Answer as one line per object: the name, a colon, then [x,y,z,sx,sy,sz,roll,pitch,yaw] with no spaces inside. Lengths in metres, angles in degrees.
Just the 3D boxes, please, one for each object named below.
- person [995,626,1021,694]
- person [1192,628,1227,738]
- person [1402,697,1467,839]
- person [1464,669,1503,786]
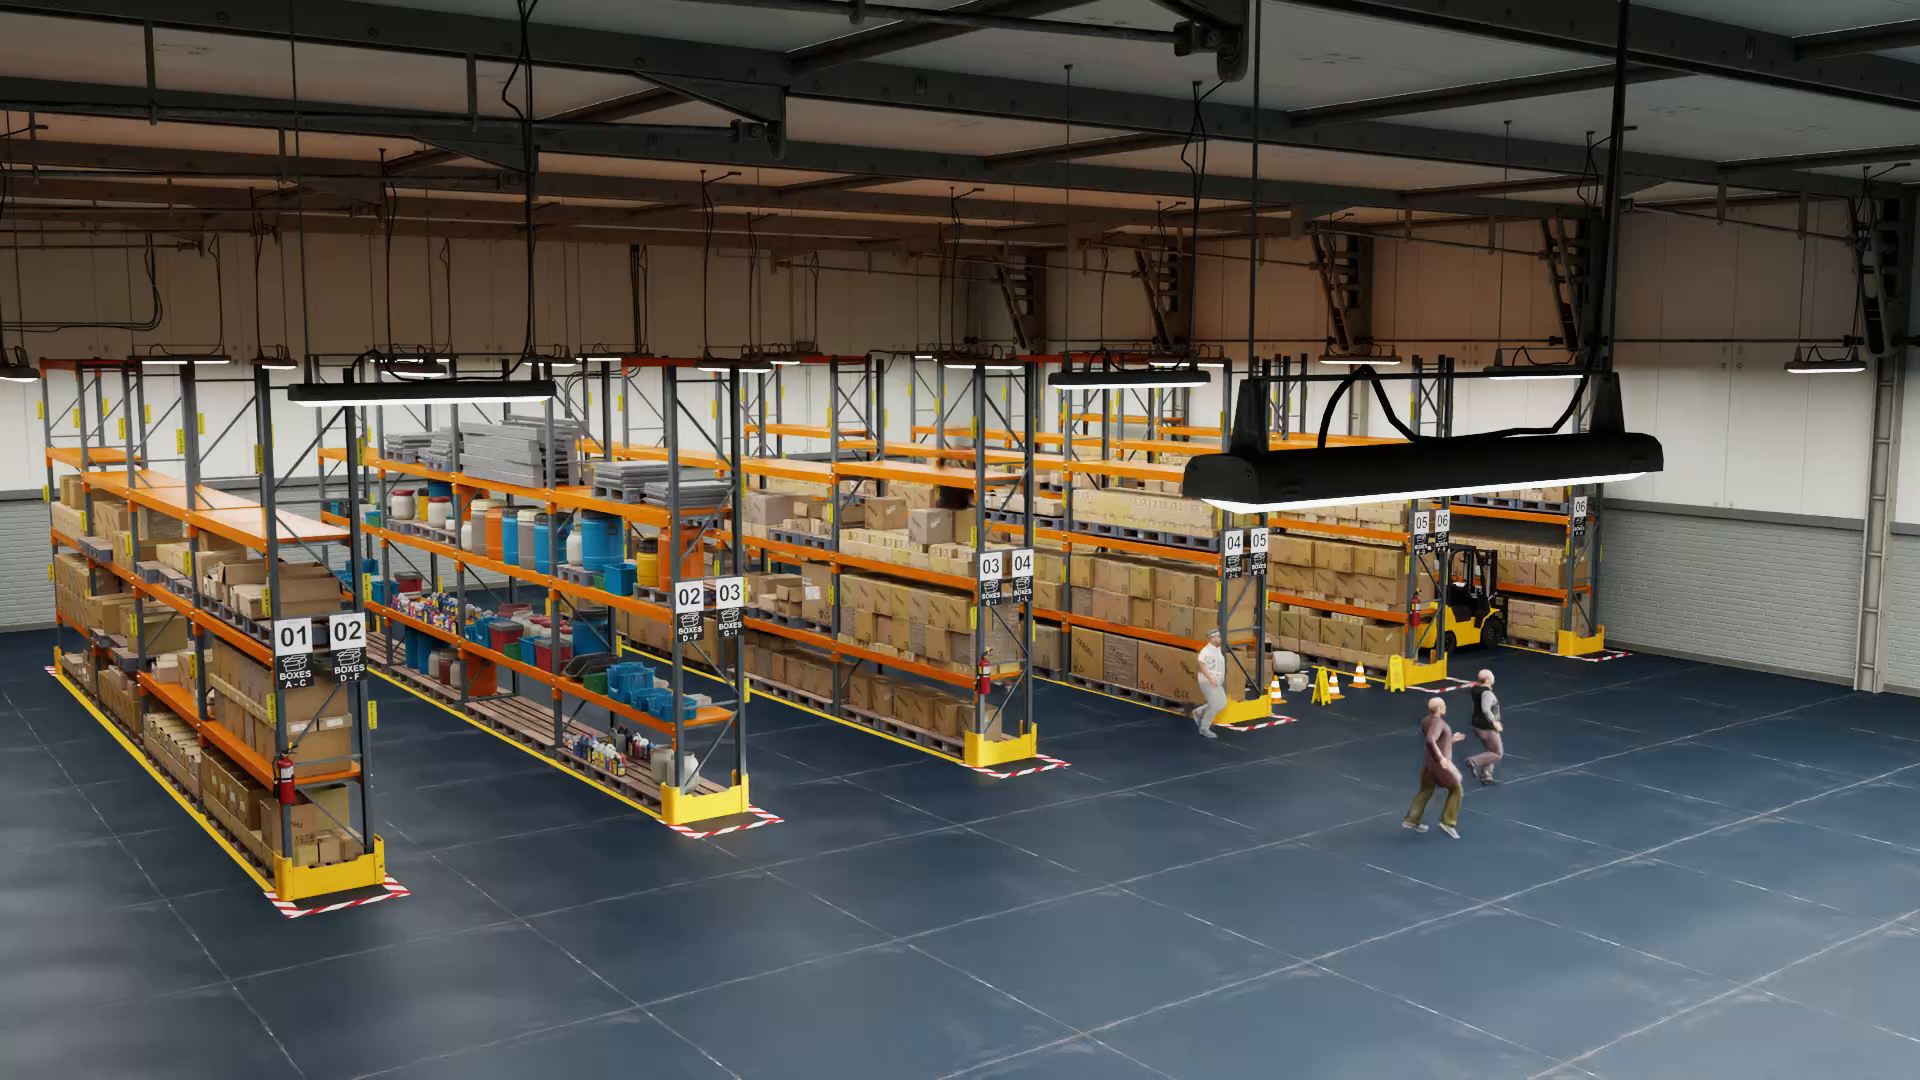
person: [0.817,1.890,30.159,0.564,1.716,0.775,-6,9,-40]
person: [4.039,2.275,26.856,0.565,1.727,0.715,4,8,32]
person: [6.064,2.917,21.180,0.835,1.849,0.669,-2,7,-14]
person: [7.439,2.668,23.640,0.597,1.679,0.671,-1,7,-7]
